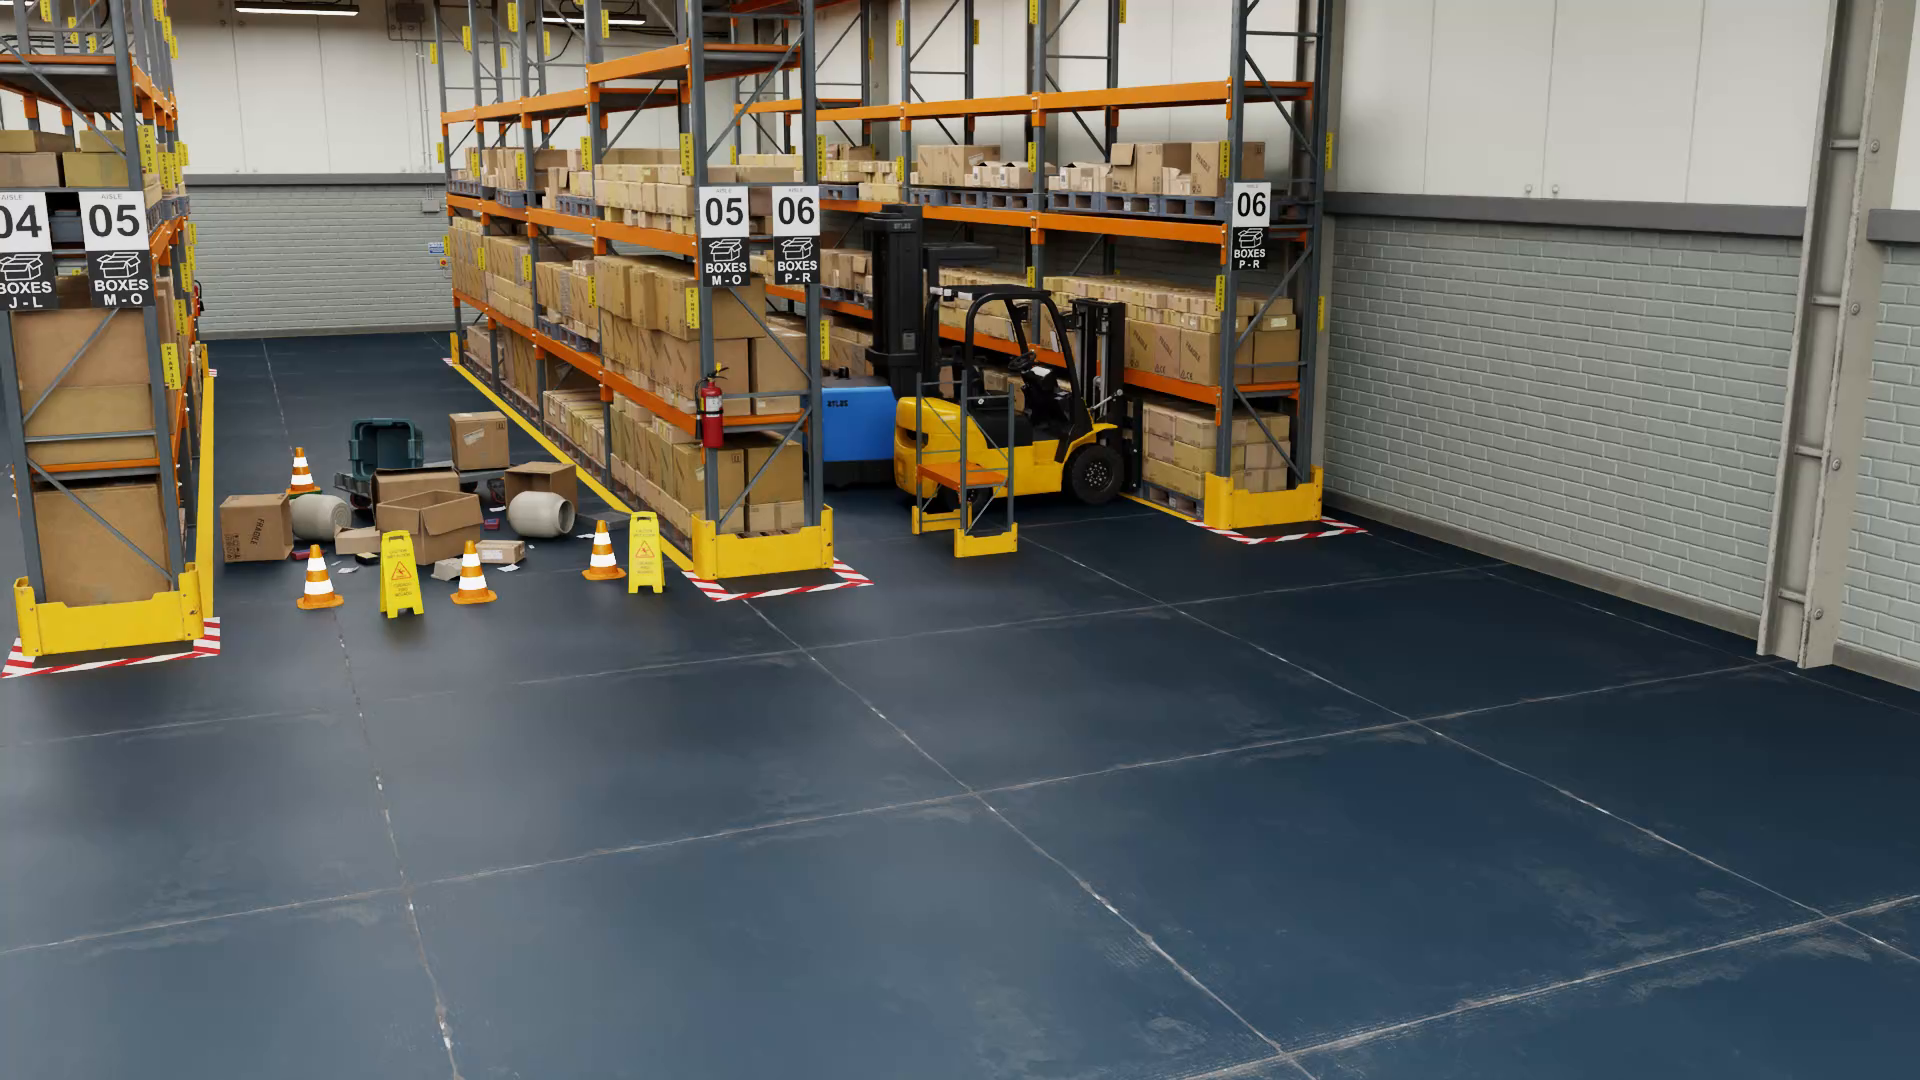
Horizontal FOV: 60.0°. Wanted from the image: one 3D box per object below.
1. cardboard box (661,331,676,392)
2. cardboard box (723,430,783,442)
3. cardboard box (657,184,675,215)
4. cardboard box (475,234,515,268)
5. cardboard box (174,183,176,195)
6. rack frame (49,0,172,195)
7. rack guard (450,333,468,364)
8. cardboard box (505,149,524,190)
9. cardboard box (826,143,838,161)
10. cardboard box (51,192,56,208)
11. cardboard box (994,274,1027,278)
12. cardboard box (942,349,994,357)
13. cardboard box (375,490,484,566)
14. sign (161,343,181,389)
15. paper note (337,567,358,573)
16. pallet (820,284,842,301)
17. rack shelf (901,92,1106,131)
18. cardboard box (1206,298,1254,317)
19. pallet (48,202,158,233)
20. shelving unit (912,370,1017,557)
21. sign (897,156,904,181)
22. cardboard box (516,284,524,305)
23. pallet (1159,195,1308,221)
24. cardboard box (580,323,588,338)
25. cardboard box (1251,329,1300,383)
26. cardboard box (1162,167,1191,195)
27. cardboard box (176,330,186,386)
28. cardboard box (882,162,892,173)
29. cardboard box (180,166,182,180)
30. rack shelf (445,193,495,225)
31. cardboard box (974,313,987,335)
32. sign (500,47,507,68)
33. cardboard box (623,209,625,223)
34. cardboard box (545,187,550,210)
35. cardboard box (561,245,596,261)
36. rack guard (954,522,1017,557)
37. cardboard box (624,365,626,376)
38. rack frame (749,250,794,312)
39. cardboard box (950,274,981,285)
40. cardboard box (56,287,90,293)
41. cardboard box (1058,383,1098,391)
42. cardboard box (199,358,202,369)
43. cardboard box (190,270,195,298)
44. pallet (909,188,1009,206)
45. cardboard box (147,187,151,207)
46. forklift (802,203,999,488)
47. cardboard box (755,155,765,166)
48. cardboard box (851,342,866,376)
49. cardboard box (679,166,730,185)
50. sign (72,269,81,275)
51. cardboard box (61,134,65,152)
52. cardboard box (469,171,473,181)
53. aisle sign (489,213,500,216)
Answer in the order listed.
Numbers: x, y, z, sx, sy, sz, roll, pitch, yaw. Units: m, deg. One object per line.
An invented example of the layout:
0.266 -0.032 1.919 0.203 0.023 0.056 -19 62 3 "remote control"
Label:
-2.305 -1.582 14.551 0.500 0.500 0.500 -6 14 -23 "cardboard box"
-1.932 -0.731 15.262 0.500 0.500 0.500 -6 14 -25 "cardboard box"
-2.279 -2.917 14.221 0.500 0.250 0.500 -6 14 -24 "cardboard box"
-6.888 -4.285 24.671 0.500 0.500 0.500 -6 14 -23 "cardboard box"
-9.530 -4.137 19.597 0.500 0.500 0.500 -6 14 -23 "cardboard box"
-9.338 -5.305 18.213 1.000 3.000 0.127 -6 14 -23 "rack frame"
-8.057 -3.290 28.356 1.175 0.500 0.348 -6 14 -23 "rack guard"
-5.414 -4.752 21.324 0.700 0.500 0.500 -6 15 -26 "cardboard box"
-2.098 -5.971 25.568 0.396 0.266 0.258 -6 14 -24 "cardboard box"
-6.882 -2.517 12.224 0.380 0.149 0.250 -5 14 -22 "cardboard box"
0.652 -3.299 21.193 0.380 0.149 0.250 -5 14 -21 "cardboard box"
-0.059 -2.217 22.510 0.875 0.625 0.625 -5 14 -21 "cardboard box"
-4.662 -0.115 14.631 0.637 0.503 0.797 6 14 26 "cardboard box"
-5.623 -1.238 11.852 0.100 0.325 0.005 -6 14 -23 "sign"
-5.189 0.250 14.108 0.144 0.017 0.142 -1 13 -4 "paper note"
-1.679 -3.857 25.688 1.003 0.211 1.213 -6 14 -23 "pallet"
0.505 -5.263 20.516 1.077 0.370 4.000 -6 14 -23 "rack shelf"
2.571 -2.211 15.830 0.380 0.149 0.250 -6 14 -23 "cardboard box"
-6.933 -2.552 13.168 1.003 0.211 1.213 -6 14 -23 "pallet"
0.031 -0.715 15.013 0.587 1.500 1.083 -6 14 -23 "shelving unit"
-0.795 -4.964 22.245 0.100 0.325 0.005 -6 14 -23 "sign"
-5.479 -3.203 21.661 0.500 0.250 0.500 -6 14 -24 "cardboard box"
2.648 -3.213 16.023 1.003 0.211 1.213 -6 14 -23 "pallet"
-3.926 -2.293 18.131 0.380 0.149 0.250 -6 14 -24 "cardboard box"
2.964 -1.822 16.249 0.500 0.500 0.500 -5 14 -21 "cardboard box"
2.196 -3.491 16.176 0.396 0.266 0.258 -6 14 -23 "cardboard box"
-7.700 -1.737 15.881 0.500 0.500 0.500 -5 14 -22 "cardboard box"
-0.867 -5.185 23.137 0.380 0.149 0.250 -6 14 -25 "cardboard box"
-11.716 -5.383 24.426 0.500 0.250 0.500 -5 14 -22 "cardboard box"
-7.247 -5.200 26.010 1.077 0.370 4.000 -6 14 -23 "rack shelf"
0.487 -2.689 20.547 0.500 0.250 0.500 -6 14 -23 "cardboard box"
-7.545 -7.965 27.461 0.100 0.325 0.005 -6 14 -23 "sign"
-3.023 -3.120 15.984 0.380 0.149 0.250 -5 14 -21 "cardboard box"
-4.770 -4.113 20.012 0.396 0.266 0.258 -6 14 -23 "cardboard box"
-4.817 -3.510 21.323 0.500 0.500 0.500 -6 14 -25 "cardboard box"
0.230 -0.003 14.709 0.587 0.250 0.087 -6 14 -23 "rack guard"
-3.126 -1.707 16.532 0.380 0.149 0.250 -6 14 -23 "cardboard box"
-3.501 -4.952 29.993 1.000 3.000 0.127 -6 14 -23 "rack frame"
0.088 -3.306 21.219 0.380 0.149 0.250 -5 14 -22 "cardboard box"
-6.983 -1.739 13.386 0.875 0.550 0.500 -6 14 -23 "cardboard box"
1.408 -1.590 18.416 0.500 0.250 0.500 -6 14 -23 "cardboard box"
-11.945 -2.716 25.726 0.380 0.149 0.250 -5 14 -21 "cardboard box"
-11.282 -3.736 23.858 0.500 0.500 0.500 -6 14 -24 "cardboard box"
0.057 -4.536 21.964 1.213 0.211 1.003 -5 14 -20 "pallet"
-6.080 -2.474 12.037 0.380 0.149 0.250 -5 14 -22 "cardboard box"
-0.164 -2.141 17.999 3.031 2.935 1.130 -3 13 -15 "forklift"
-3.153 -6.405 28.183 0.500 0.250 0.500 -6 14 -24 "cardboard box"
-1.291 -2.672 24.753 0.500 0.500 0.500 -6 14 -25 "cardboard box"
-2.113 -3.024 13.802 0.380 0.149 0.250 -5 14 -22 "cardboard box"
-9.832 -2.856 18.547 0.100 0.325 0.005 -6 14 -23 "sign"
-7.491 -3.220 13.493 0.380 0.149 0.250 -5 14 -22 "cardboard box"
-7.100 -5.426 24.794 0.380 0.149 0.250 -5 14 -22 "cardboard box"
-7.793 -5.812 27.944 0.394 0.787 0.004 -6 14 -23 "aisle sign"
